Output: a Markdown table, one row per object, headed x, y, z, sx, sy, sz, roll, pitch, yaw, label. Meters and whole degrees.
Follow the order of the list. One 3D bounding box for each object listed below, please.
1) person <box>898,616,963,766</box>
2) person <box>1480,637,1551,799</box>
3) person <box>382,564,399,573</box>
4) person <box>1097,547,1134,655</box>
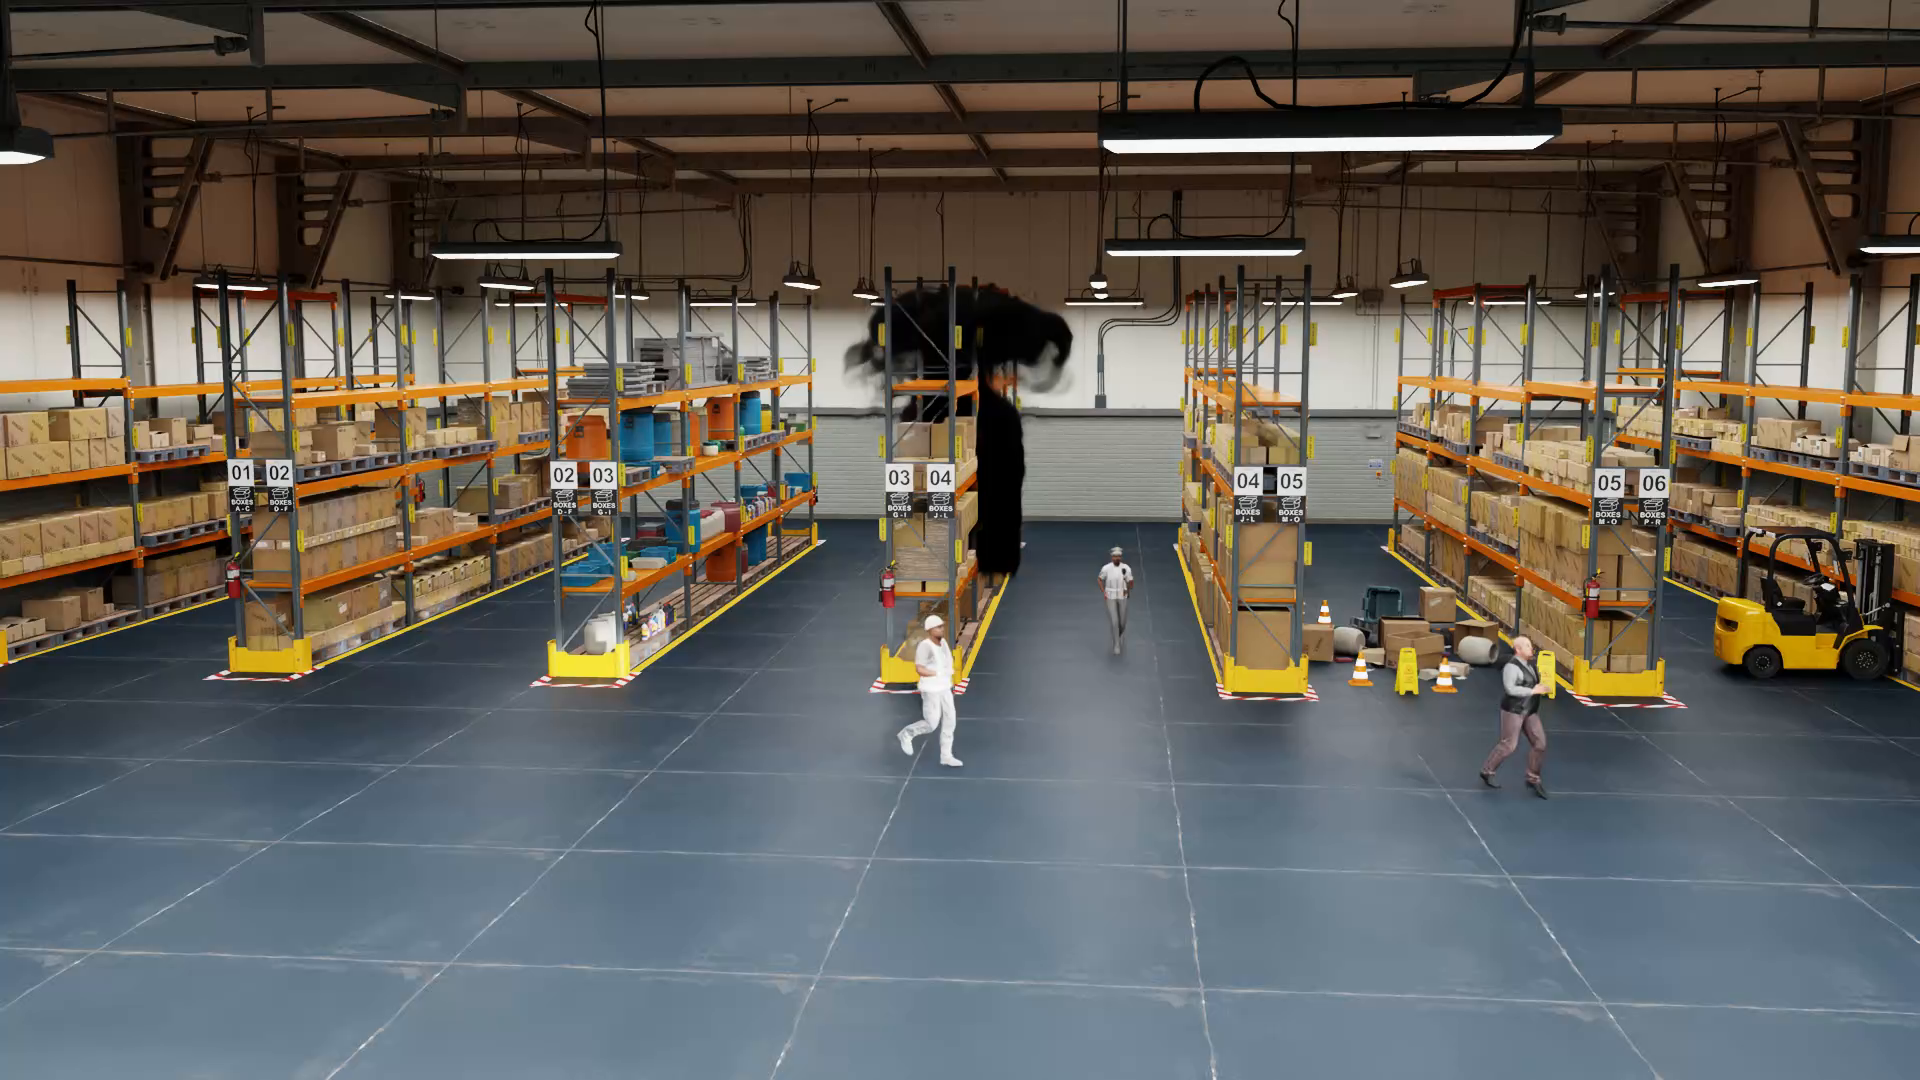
| x | y | z | sx | sy | sz | roll | pitch | yaw | label |
| --- | --- | --- | --- | --- | --- | --- | --- | --- | --- |
| -0.331 | 1.755 | 19.527 | 0.847 | 1.759 | 0.699 | 4 | 8 | 30 | person |
| 6.116 | 1.938 | 18.248 | 0.671 | 1.789 | 0.786 | -6 | 9 | -40 | person |
| -11.508 | 0.088 | 33.583 | 0.592 | 1.730 | 0.827 | 0 | 7 | 0 | person |
| 2.495 | 0.943 | 26.646 | 0.585 | 1.695 | 0.727 | 0 | 7 | -1 | person |
